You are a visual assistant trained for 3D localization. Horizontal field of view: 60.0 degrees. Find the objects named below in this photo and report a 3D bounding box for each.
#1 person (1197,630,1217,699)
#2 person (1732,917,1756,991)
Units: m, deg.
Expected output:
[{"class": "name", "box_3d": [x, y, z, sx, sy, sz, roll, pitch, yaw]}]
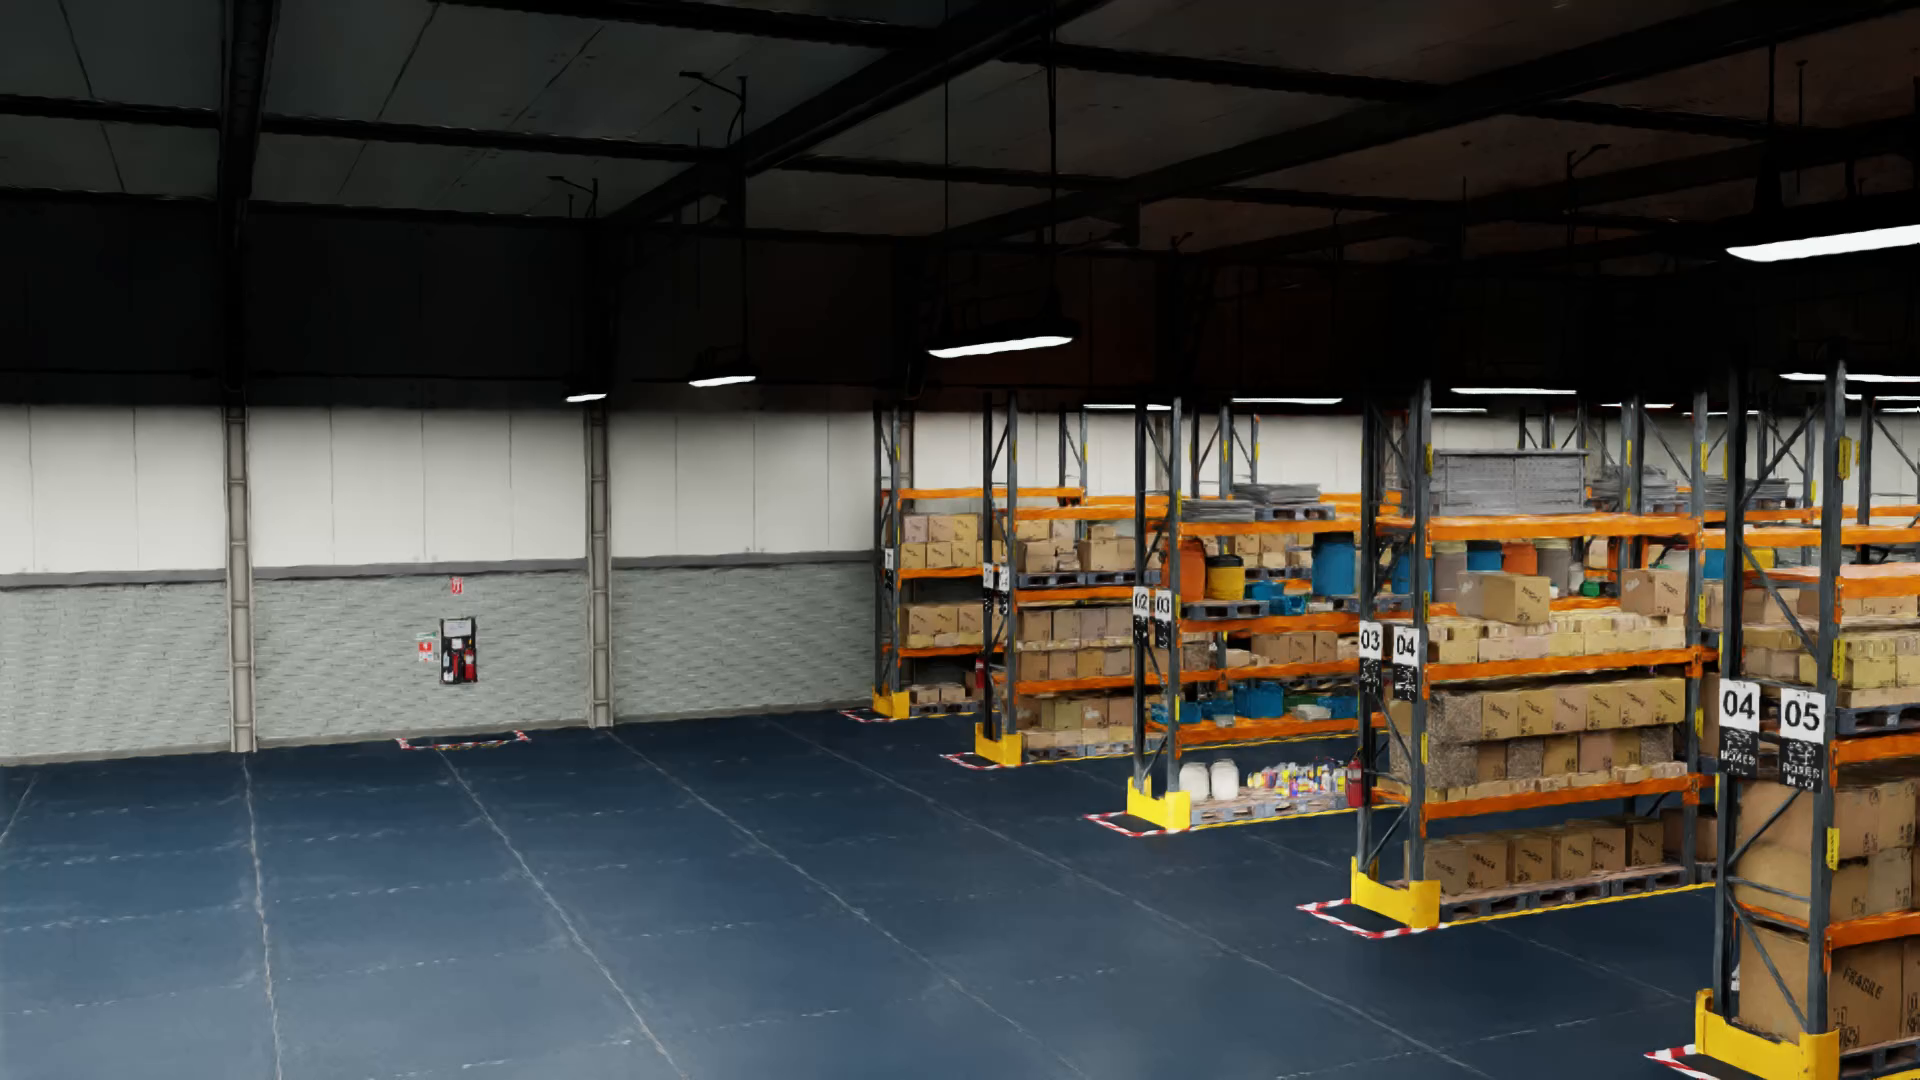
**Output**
[{"class": "person", "box_3d": [4.665, 2.458, 31.042, 0.448, 1.780, 0.586, 2, 4, 35]}, {"class": "person", "box_3d": [7.582, 3.428, 15.806, 1.095, 1.584, 0.447, -1, 4, -22]}]
